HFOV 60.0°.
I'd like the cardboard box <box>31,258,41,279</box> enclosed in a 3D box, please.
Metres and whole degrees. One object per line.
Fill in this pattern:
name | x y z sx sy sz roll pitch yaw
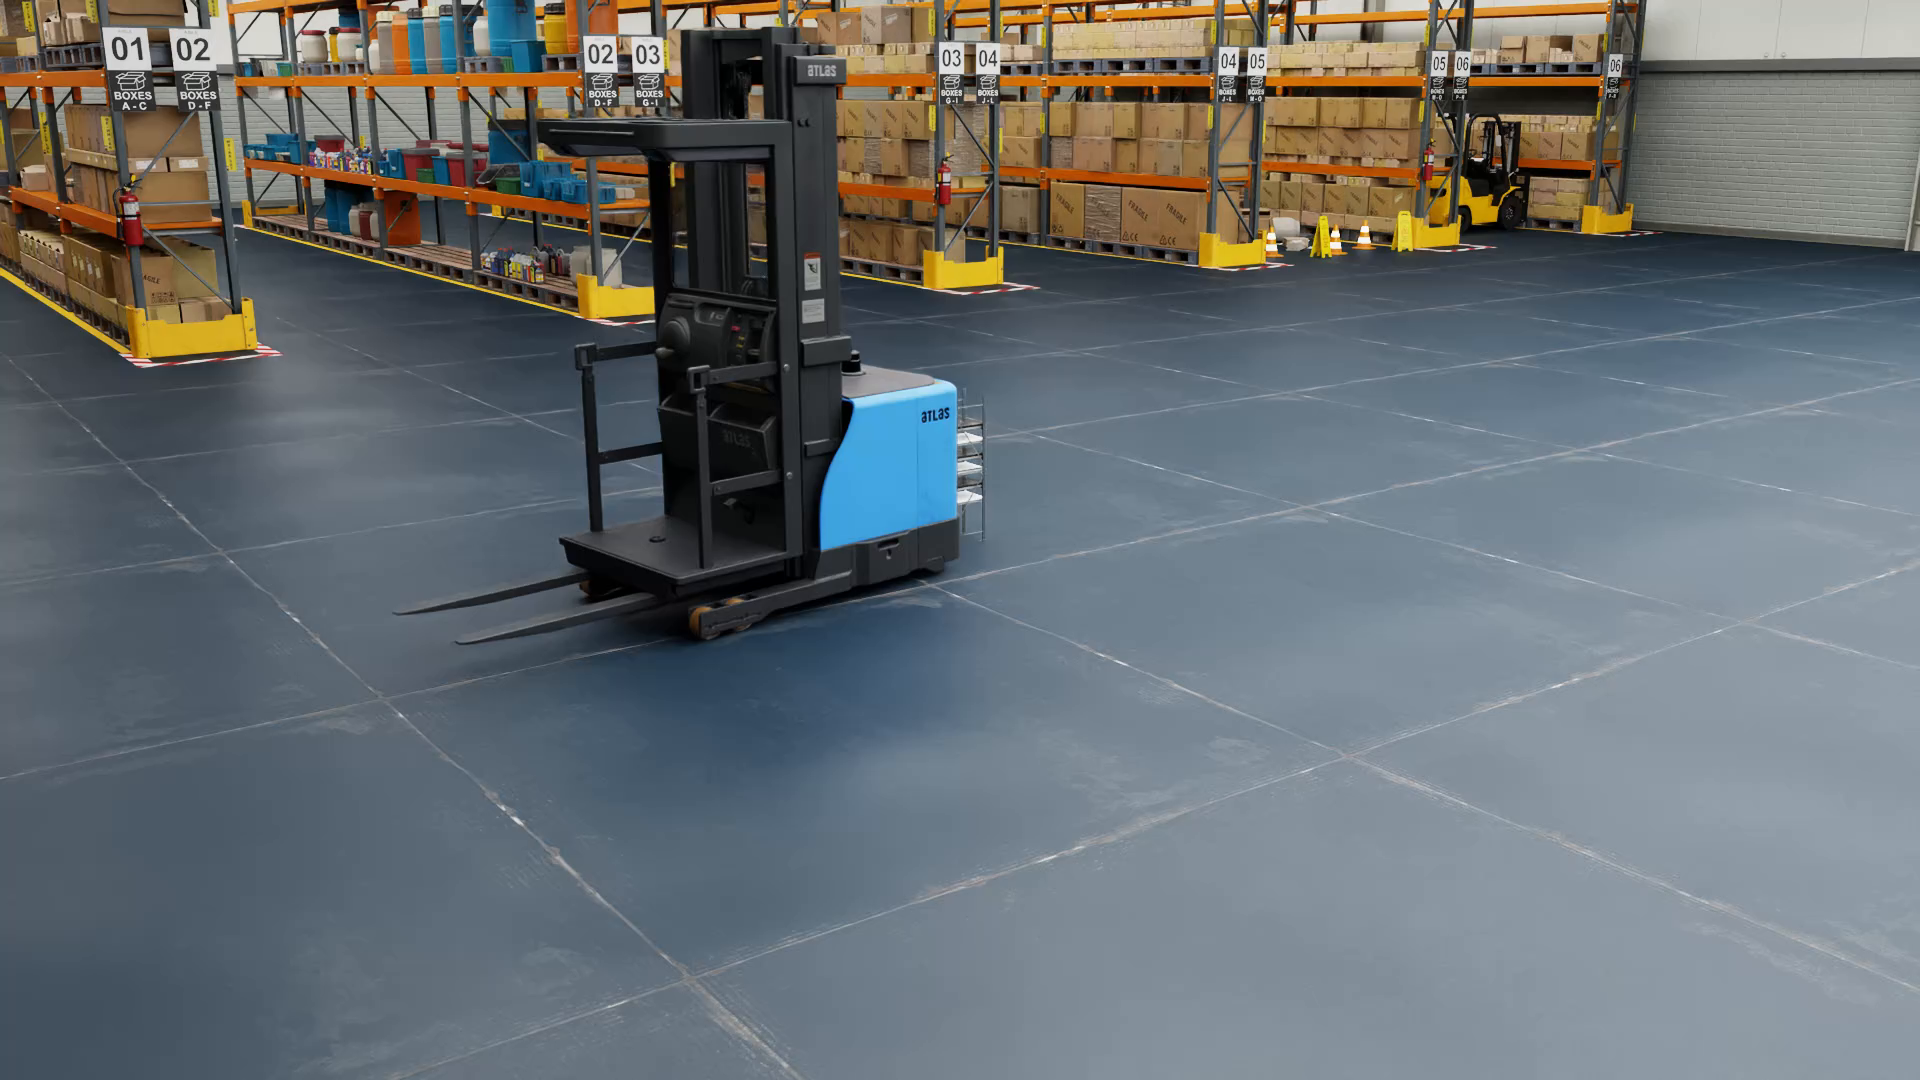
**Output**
cardboard box | -11.945 -3.611 22.000 0.500 0.250 0.500 -11 19 -36

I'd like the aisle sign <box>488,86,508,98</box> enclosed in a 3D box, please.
aisle sign | -9.596 -9.577 34.461 0.394 0.787 0.004 -11 19 -35

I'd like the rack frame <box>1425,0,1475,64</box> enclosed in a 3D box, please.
rack frame | 8.112 -9.370 27.263 1.000 3.000 0.127 -11 19 -35

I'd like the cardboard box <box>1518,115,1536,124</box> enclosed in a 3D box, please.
cardboard box | 10.913 -8.053 31.834 0.380 0.149 0.250 -10 18 -33

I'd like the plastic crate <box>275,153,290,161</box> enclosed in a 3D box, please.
plastic crate | -12.233 -6.958 30.203 0.293 0.136 0.466 -11 19 -35

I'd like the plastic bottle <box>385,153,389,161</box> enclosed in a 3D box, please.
plastic bottle | -9.422 -6.256 27.487 0.152 0.276 0.135 -11 19 -35

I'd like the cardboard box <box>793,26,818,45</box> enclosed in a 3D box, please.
cardboard box | -2.452 -7.607 25.513 0.797 0.503 0.637 -12 19 -37

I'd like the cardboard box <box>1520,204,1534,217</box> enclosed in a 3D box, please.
cardboard box | 11.022 -6.391 32.157 0.500 0.250 0.500 -11 19 -34

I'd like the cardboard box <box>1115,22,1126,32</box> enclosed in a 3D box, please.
cardboard box | 2.650 -8.046 26.089 0.380 0.149 0.250 -11 19 -35

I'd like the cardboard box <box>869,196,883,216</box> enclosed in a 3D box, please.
cardboard box | -1.437 -6.603 32.457 0.500 0.500 0.500 -10 18 -32

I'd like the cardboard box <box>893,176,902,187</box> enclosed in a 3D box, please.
cardboard box | -0.708 -5.000 23.138 0.380 0.149 0.250 -11 19 -35

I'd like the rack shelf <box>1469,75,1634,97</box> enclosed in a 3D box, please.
rack shelf | 10.949 -8.774 32.132 1.077 0.370 4.000 -11 19 -35

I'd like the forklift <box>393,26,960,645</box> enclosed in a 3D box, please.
forklift | -1.408 -1.071 8.438 3.031 2.935 1.130 -14 21 -42

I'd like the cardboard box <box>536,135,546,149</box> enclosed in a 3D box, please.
cardboard box | -8.038 -7.844 32.774 0.500 0.250 0.500 -10 18 -33

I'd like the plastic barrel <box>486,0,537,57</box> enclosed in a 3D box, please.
plastic barrel | -5.763 -6.685 21.392 0.600 0.901 0.708 -11 19 -35

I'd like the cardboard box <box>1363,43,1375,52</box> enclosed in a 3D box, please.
cardboard box | 7.144 -8.441 28.517 0.380 0.149 0.250 -11 19 -35

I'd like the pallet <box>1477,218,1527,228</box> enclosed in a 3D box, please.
pallet | 10.929 -6.319 32.765 1.003 0.211 1.213 -11 19 -35

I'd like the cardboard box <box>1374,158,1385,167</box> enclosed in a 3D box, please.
cardboard box | 7.347 -6.496 28.605 0.380 0.149 0.250 -11 19 -35

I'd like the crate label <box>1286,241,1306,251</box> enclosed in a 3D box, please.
crate label | 5.606 -4.900 27.720 0.298 0.136 0.250 7 17 23

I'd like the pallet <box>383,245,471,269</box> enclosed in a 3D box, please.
pallet | -8.190 -4.361 25.609 1.003 0.211 1.213 -11 19 -35

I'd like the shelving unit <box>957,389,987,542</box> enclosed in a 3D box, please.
shelving unit | -0.005 -0.436 9.964 0.258 0.900 0.210 -11 19 -35

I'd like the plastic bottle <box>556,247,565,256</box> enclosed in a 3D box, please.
plastic bottle | -5.347 -3.755 22.298 0.144 0.351 0.185 -11 19 -35

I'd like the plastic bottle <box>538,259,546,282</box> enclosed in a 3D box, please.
plastic bottle | -5.385 -3.470 21.384 0.061 0.283 0.133 -11 19 -35

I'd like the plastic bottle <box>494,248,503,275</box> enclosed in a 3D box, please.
plastic bottle | -6.123 -3.721 22.173 0.144 0.351 0.185 -10 18 -33

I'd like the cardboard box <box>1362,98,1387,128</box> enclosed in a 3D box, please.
cardboard box | 7.344 -7.334 28.544 0.700 0.500 0.500 -11 19 -34

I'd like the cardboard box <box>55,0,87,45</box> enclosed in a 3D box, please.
cardboard box | -9.404 -5.650 18.101 0.797 0.503 0.637 -9 17 -28

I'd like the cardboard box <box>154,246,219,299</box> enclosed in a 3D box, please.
cardboard box | -8.350 -2.894 17.962 0.500 0.500 0.500 -11 19 -35

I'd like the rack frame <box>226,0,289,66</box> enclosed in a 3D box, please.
rack frame | -13.318 -10.479 31.317 1.000 3.000 0.127 -11 19 -35

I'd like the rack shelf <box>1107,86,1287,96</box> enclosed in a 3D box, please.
rack shelf | 4.585 -8.857 32.435 1.077 0.370 4.000 -11 19 -35

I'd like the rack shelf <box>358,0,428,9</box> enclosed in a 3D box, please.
rack shelf | -7.438 -7.804 23.663 1.077 0.370 4.000 -11 19 -35

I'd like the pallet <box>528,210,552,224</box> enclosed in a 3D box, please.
pallet | -8.065 -6.590 33.755 1.003 0.211 1.213 -11 19 -35

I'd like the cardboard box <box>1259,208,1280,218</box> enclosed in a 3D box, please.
cardboard box | 5.889 -6.039 30.870 0.500 0.250 0.500 -12 19 -37

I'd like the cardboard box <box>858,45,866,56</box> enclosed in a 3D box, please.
cardboard box | -1.202 -6.860 23.305 0.380 0.149 0.250 -12 19 -37

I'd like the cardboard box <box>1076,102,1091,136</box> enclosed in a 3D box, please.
cardboard box | 2.422 -6.950 27.457 0.875 0.550 0.550 -11 19 -35

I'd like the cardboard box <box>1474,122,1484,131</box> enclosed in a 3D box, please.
cardboard box | 10.315 -8.127 32.668 0.380 0.149 0.250 -11 19 -35

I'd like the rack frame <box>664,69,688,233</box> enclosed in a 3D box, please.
rack frame | -4.607 -6.646 28.676 1.000 3.000 0.127 -11 19 -35

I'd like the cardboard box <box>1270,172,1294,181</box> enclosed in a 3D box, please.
cardboard box | 5.914 -6.677 30.554 0.380 0.149 0.250 -11 19 -34

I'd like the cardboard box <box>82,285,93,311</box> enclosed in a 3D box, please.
cardboard box | -9.664 -2.770 18.928 0.500 0.250 0.500 -11 19 -35

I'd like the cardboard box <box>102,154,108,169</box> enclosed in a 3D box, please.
cardboard box | -8.904 -4.034 17.716 0.380 0.149 0.250 -10 18 -33

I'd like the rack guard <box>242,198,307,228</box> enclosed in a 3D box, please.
rack guard | -13.342 -6.383 32.450 1.175 0.500 0.348 -11 19 -35

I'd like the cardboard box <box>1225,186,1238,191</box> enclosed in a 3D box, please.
cardboard box | 6.403 -8.229 38.400 0.500 0.500 0.500 -10 18 -32

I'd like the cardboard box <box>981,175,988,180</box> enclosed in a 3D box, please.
cardboard box | 0.774 -8.156 38.251 0.875 0.438 0.875 -11 19 -35

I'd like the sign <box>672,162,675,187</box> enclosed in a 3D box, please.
sign | -3.462 -4.387 19.898 0.100 0.325 0.005 -11 19 -35

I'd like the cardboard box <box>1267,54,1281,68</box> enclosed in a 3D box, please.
cardboard box | 5.798 -8.712 30.262 0.500 0.250 0.500 -11 19 -36

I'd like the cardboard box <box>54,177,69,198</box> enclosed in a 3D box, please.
cardboard box | -10.936 -4.349 20.540 0.396 0.266 0.258 -11 19 -36

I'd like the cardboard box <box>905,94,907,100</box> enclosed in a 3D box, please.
cardboard box | -1.099 -10.572 39.709 0.380 0.149 0.250 -10 18 -33

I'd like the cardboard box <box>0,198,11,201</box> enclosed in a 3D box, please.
cardboard box | -16.807 -5.746 29.290 0.500 0.500 0.500 -11 19 -35

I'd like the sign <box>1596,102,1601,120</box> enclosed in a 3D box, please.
sign | 11.678 -7.839 30.392 0.100 0.325 0.005 -11 19 -35

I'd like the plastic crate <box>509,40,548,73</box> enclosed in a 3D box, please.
plastic crate | -5.275 -5.968 20.549 0.392 0.384 0.575 -11 19 -35

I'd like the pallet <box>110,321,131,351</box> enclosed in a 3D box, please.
pallet | -8.402 -2.213 17.761 1.003 0.211 1.213 -11 19 -35

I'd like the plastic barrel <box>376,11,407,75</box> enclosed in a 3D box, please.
plastic barrel | -8.306 -7.357 24.642 0.600 0.901 0.600 0 15 0

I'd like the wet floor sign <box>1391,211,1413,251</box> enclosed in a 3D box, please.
wet floor sign | 7.359 -5.134 27.611 0.267 0.644 0.232 -4 16 -15

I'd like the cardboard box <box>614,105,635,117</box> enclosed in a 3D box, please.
cardboard box | -5.805 -7.619 30.140 0.797 0.503 0.637 -10 18 -33

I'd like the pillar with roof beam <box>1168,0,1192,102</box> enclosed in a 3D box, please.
pillar with roof beam | 1.907 -12.324 38.056 9.100 9.000 0.400 -11 19 -35

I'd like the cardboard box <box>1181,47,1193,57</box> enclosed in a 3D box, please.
cardboard box | 3.551 -7.335 25.002 0.380 0.149 0.250 -11 19 -34
